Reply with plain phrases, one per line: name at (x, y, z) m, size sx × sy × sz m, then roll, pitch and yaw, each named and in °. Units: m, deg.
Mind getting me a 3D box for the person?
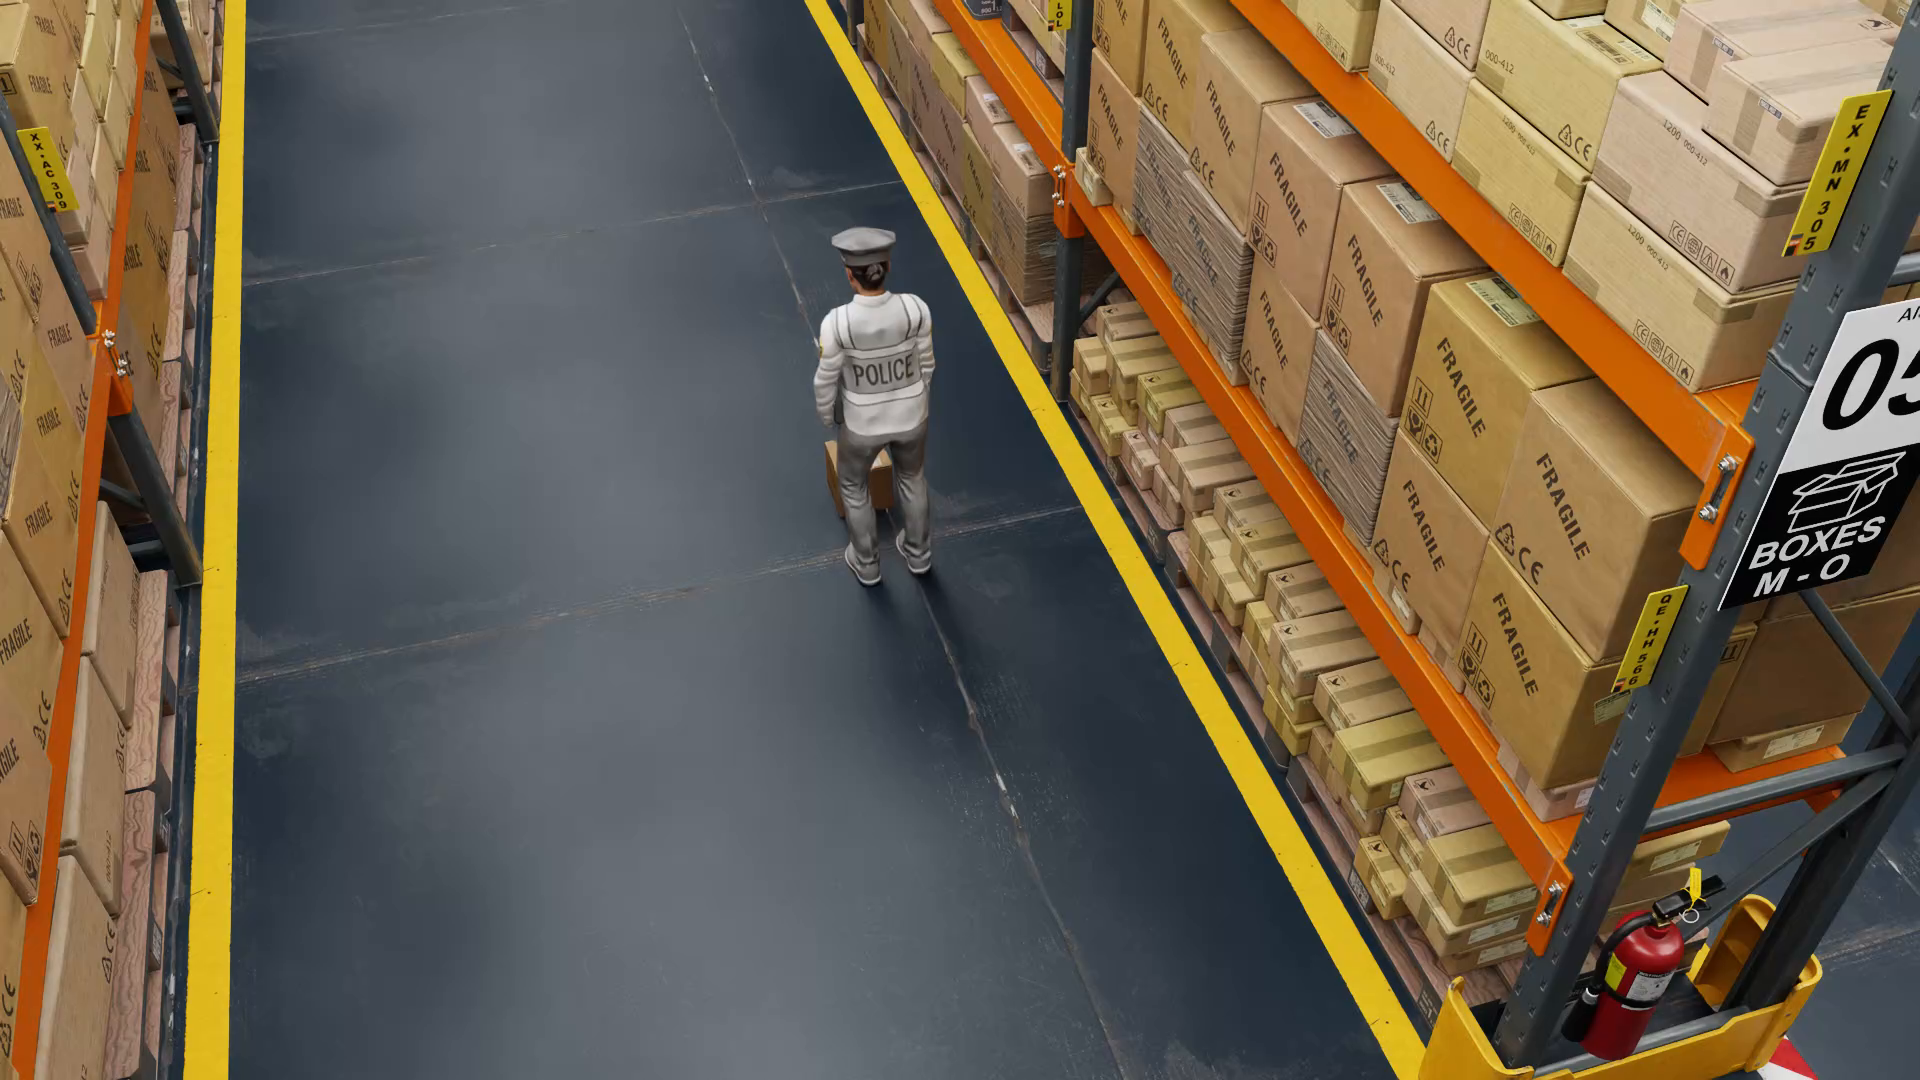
person at (-0.342, -0.503, 6.731) m, size 0.488 × 1.649 × 0.396 m, roll -11°, pitch 44°, yaw -12°
